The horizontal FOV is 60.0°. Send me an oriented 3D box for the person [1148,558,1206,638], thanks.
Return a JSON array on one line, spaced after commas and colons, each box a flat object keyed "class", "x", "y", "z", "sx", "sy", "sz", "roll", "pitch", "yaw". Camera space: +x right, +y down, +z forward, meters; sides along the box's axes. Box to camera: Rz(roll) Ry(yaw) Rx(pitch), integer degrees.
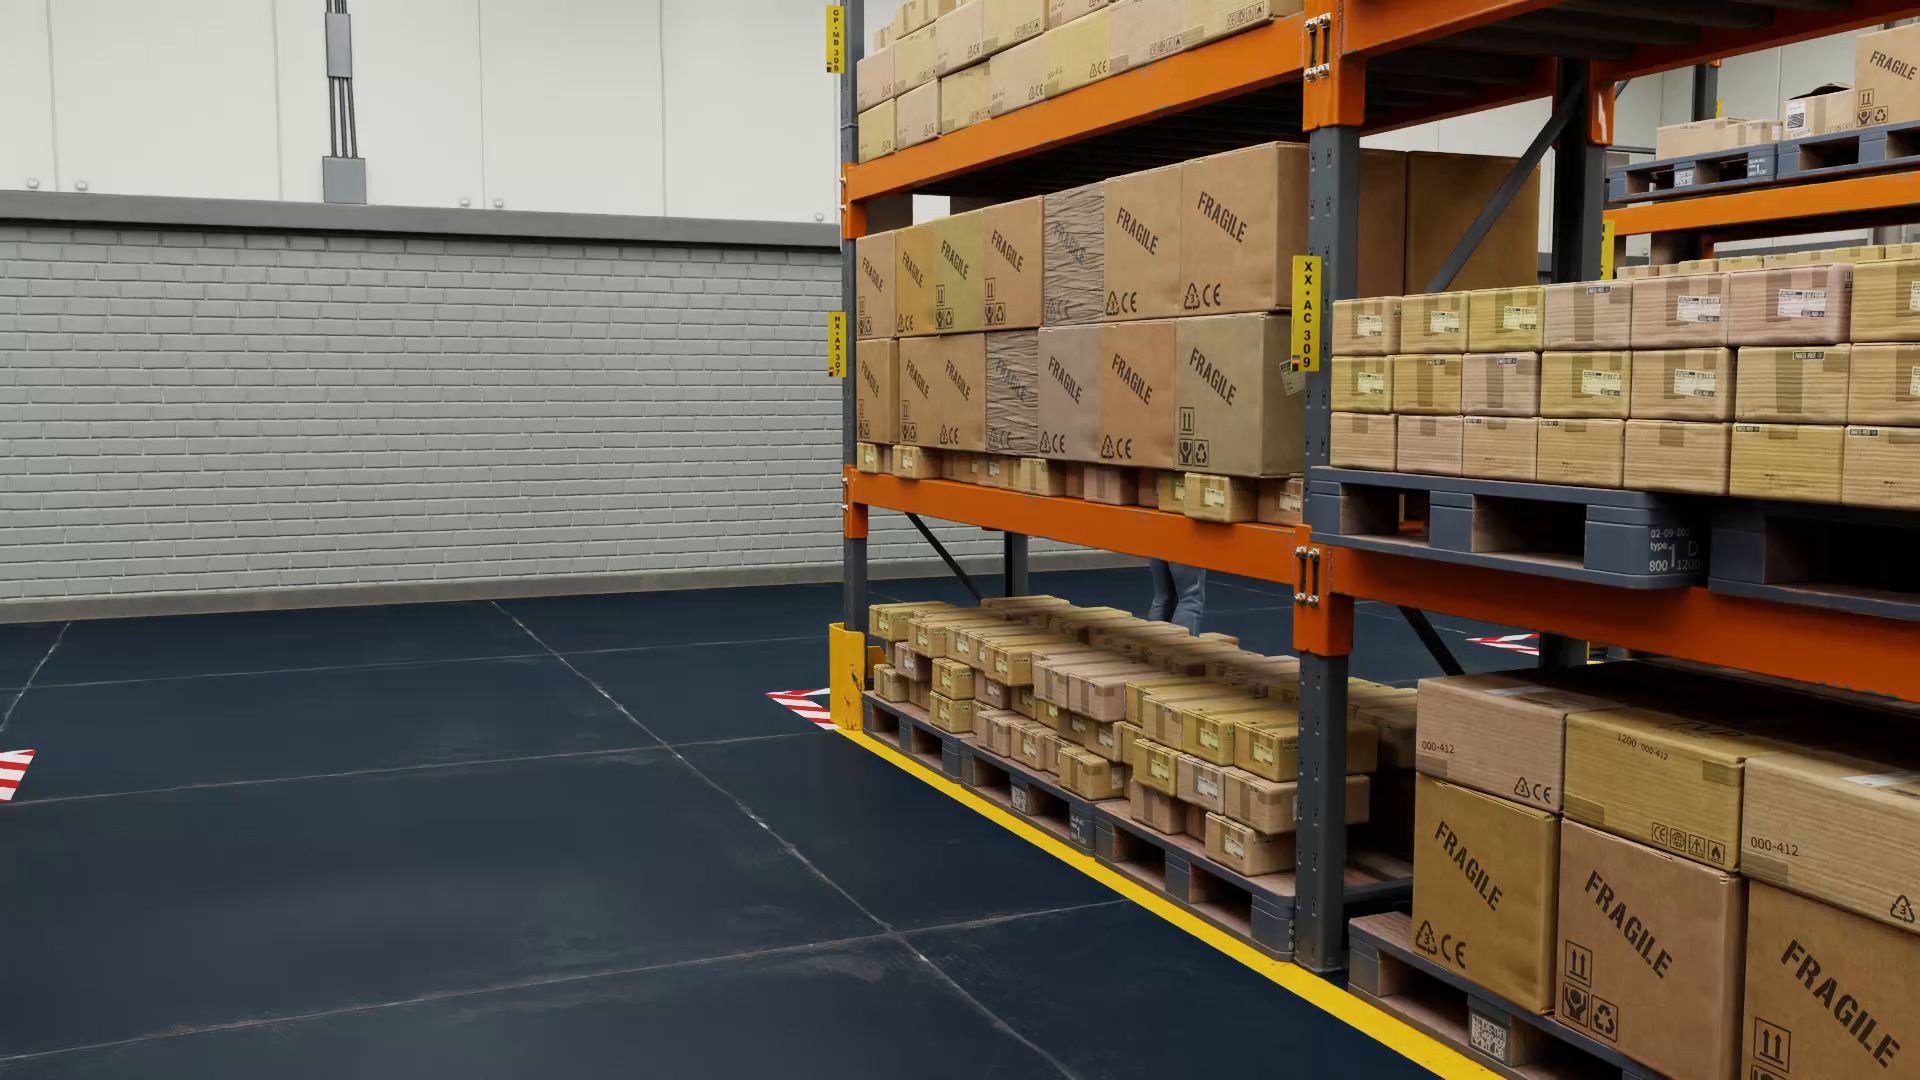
[{"class": "person", "x": 1.263, "y": -0.046, "z": 9.662, "sx": 0.461, "sy": 1.759, "sz": 0.621, "roll": -3, "pitch": 6, "yaw": -26}]
